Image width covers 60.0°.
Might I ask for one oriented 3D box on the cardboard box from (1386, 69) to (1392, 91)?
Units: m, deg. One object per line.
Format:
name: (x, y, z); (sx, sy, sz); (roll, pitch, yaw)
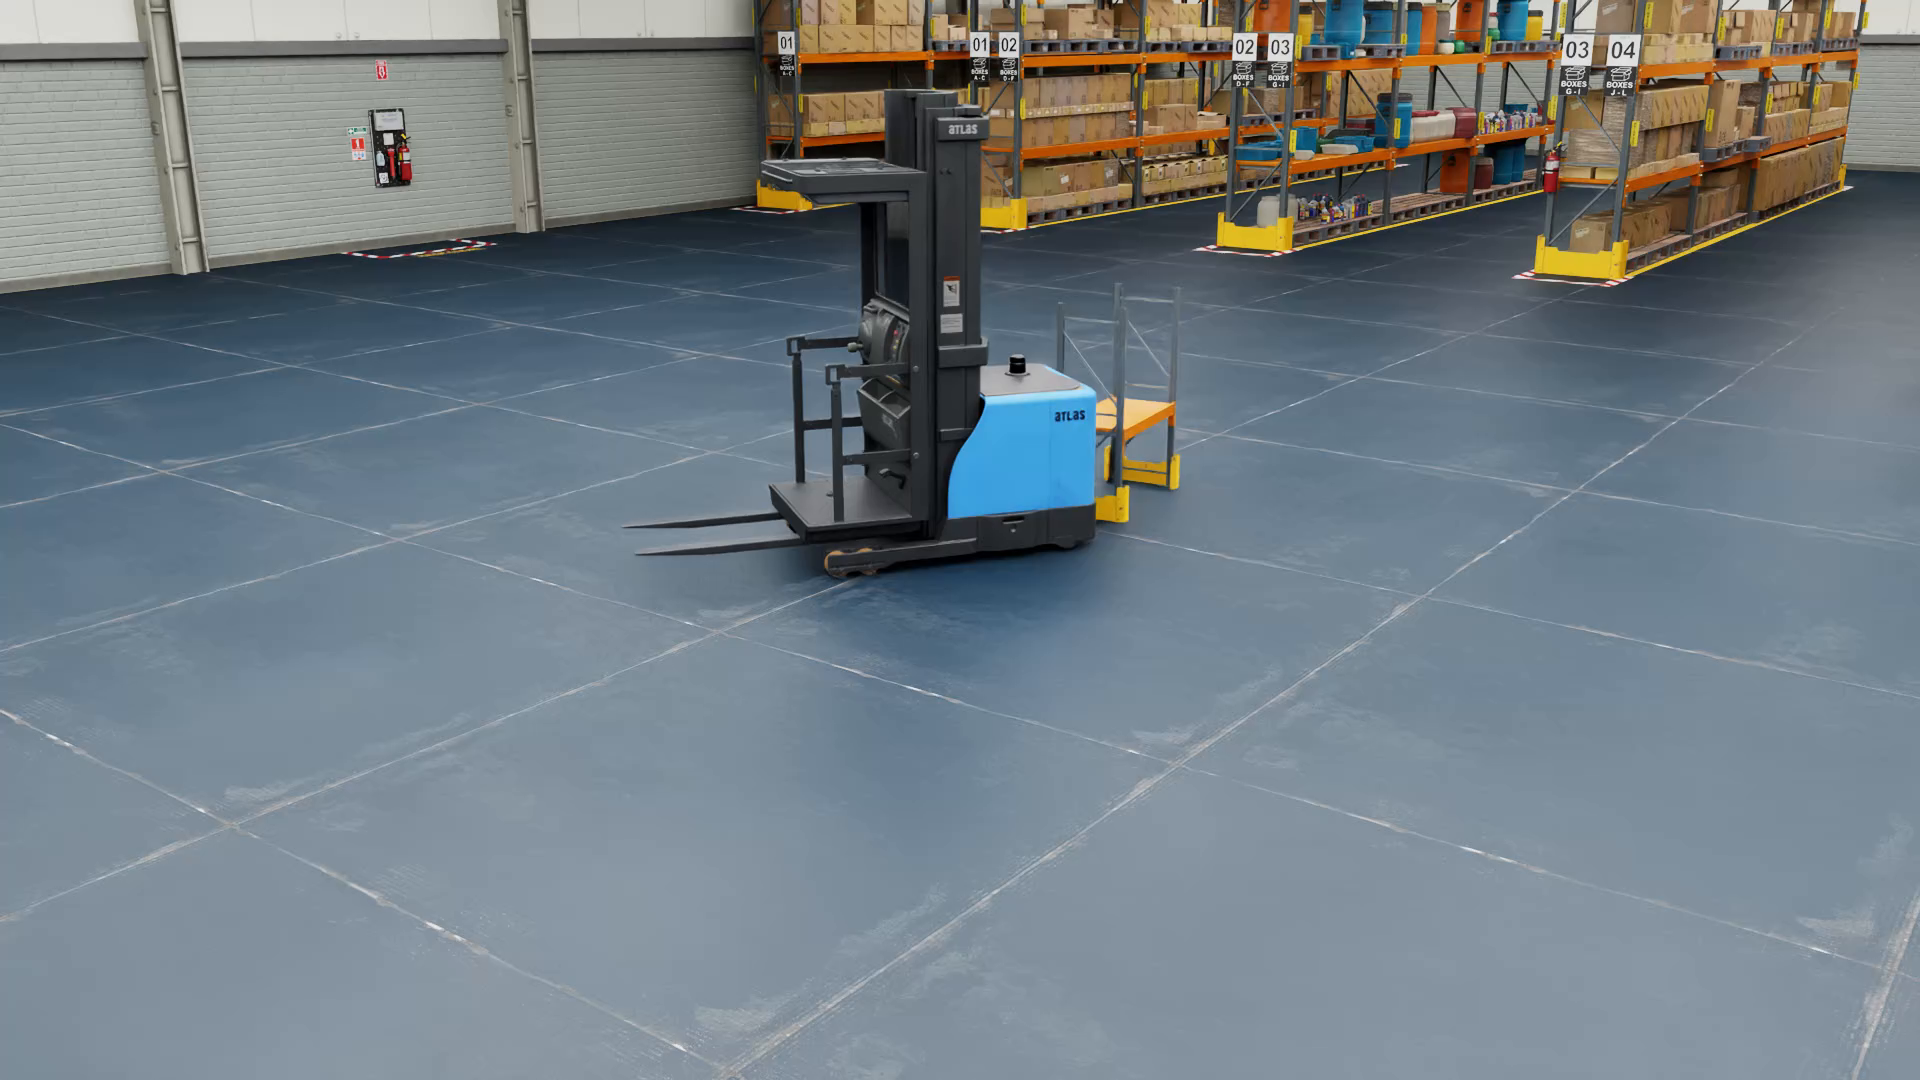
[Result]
cardboard box: (10.096, -11.038, 39.874); (0.500, 0.500, 0.500); (12, 21, 34)

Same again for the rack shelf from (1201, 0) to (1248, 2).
rack shelf: (4.182, -10.616, 32.142); (1.077, 0.370, 4.000); (12, 21, 35)

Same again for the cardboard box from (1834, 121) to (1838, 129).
cardboard box: (17.539, -8.409, 33.688); (0.380, 0.149, 0.250); (12, 21, 33)

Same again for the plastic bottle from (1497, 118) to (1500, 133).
plastic bottle: (10.509, -8.113, 32.527); (0.097, 0.271, 0.097); (0, 17, 0)

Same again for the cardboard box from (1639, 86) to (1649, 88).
cardboard box: (9.877, -6.424, 24.516); (0.500, 0.500, 0.500); (12, 21, 35)

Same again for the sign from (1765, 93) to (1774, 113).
sign: (13.769, -7.432, 28.298); (0.100, 0.325, 0.005); (12, 21, 35)

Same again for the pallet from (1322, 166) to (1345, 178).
pallet: (8.167, -8.546, 38.407); (1.003, 0.211, 1.213); (12, 21, 35)

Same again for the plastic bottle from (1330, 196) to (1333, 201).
plastic bottle: (6.340, -5.746, 28.529); (0.061, 0.283, 0.133); (12, 21, 35)

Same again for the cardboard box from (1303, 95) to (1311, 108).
cardboard box: (7.849, -9.926, 37.982); (0.500, 0.500, 0.500); (13, 21, 36)

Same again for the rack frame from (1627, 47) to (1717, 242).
rack frame: (10.944, -6.057, 25.692); (1.000, 3.000, 0.127); (12, 21, 35)

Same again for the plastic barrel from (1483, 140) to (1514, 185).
plastic barrel: (10.973, -7.741, 33.944); (0.600, 0.901, 0.708); (12, 21, 35)

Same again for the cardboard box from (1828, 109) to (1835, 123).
cardboard box: (17.106, -8.457, 33.170); (0.500, 0.250, 0.500); (12, 21, 35)

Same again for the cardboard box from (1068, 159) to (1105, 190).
cardboard box: (2.288, -6.668, 30.323); (0.500, 0.500, 0.500); (12, 21, 35)

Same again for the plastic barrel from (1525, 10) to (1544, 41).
plastic barrel: (11.352, -10.308, 33.295); (0.600, 0.588, 0.600); (0, 17, 0)

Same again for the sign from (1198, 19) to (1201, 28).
sign: (4.939, -10.537, 34.188); (0.100, 0.325, 0.005); (12, 21, 35)

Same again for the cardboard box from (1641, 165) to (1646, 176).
cardboard box: (9.380, -5.187, 23.312); (0.380, 0.149, 0.250); (12, 21, 35)

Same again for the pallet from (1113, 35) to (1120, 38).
pallet: (4.273, -12.172, 40.473); (1.003, 0.211, 1.213); (12, 21, 35)

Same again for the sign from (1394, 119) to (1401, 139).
sign: (7.402, -6.965, 28.147); (0.100, 0.325, 0.005); (12, 21, 35)

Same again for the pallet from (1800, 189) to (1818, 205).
pallet: (16.227, -6.798, 32.780); (1.003, 0.211, 1.213); (12, 21, 35)

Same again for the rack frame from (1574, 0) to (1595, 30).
rack frame: (14.116, -12.656, 36.824); (1.000, 3.000, 0.127); (12, 21, 35)

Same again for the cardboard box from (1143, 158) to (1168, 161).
cardboard box: (3.908, -7.474, 33.235); (0.500, 0.311, 0.500); (12, 21, 34)

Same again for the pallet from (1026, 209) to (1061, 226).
pallet: (1.029, -5.714, 29.287); (1.003, 0.211, 1.213); (12, 21, 35)

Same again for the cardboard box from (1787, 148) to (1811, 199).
cardboard box: (15.346, -6.993, 31.578); (1.225, 0.875, 0.875); (12, 21, 35)

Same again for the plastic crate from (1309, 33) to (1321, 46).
plastic crate: (5.478, -7.912, 26.634); (0.392, 0.384, 0.575); (12, 21, 35)

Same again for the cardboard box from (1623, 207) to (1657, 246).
cardboard box: (10.032, -4.676, 24.752); (0.500, 0.500, 0.500); (10, 20, 30)

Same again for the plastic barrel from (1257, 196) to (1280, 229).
plastic barrel: (4.914, -5.163, 26.297); (0.421, 0.512, 0.421); (0, 17, 0)

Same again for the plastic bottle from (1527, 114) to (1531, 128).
plastic bottle: (11.540, -8.541, 33.898); (0.152, 0.276, 0.135); (12, 21, 35)

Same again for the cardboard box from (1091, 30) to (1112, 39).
cardboard box: (2.491, -9.053, 29.760); (0.380, 0.149, 0.250); (12, 21, 35)

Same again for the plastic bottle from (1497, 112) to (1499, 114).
plastic bottle: (11.172, -8.770, 34.625); (0.061, 0.283, 0.133); (12, 21, 35)

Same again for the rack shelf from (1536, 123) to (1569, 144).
rack shelf: (12.925, -8.971, 36.286); (1.077, 0.370, 4.000); (12, 21, 35)

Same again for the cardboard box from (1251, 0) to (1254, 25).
cardboard box: (5.943, -10.943, 34.514); (0.500, 0.500, 0.500); (12, 21, 35)

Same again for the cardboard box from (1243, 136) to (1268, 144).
cardboard box: (6.379, -8.659, 36.277); (0.500, 0.250, 0.500); (12, 21, 34)

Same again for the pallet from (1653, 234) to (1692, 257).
pallet: (10.572, -4.559, 25.570); (1.003, 0.211, 1.213); (12, 21, 35)

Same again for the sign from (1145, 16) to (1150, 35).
sign: (3.437, -9.428, 30.484); (0.100, 0.325, 0.005); (12, 21, 35)

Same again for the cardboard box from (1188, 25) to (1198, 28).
cardboard box: (5.628, -12.805, 41.739); (0.500, 0.250, 0.500); (11, 21, 33)

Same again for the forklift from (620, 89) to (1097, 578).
forklift: (-0.671, -1.339, 10.613); (3.031, 2.935, 1.130); (-6, 18, -18)

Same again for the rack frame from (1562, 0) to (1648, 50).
rack frame: (8.561, -7.970, 21.734); (1.000, 3.000, 0.127); (12, 21, 35)

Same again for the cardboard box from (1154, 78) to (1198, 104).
cardboard box: (5.440, -11.386, 42.345); (0.980, 0.700, 0.700); (12, 21, 34)

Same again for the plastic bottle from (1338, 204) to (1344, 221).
plastic bottle: (6.298, -5.417, 27.490); (0.097, 0.271, 0.097); (0, 17, 0)

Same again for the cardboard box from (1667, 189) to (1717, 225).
cardboard box: (11.960, -5.460, 27.240); (0.700, 0.500, 0.500); (10, 20, 30)

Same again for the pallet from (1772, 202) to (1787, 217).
pallet: (14.585, -6.142, 30.667); (1.003, 0.211, 1.213); (12, 21, 35)

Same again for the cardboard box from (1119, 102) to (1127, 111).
cardboard box: (2.852, -8.005, 30.702); (0.380, 0.149, 0.250); (12, 21, 34)

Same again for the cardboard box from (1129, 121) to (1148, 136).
cardboard box: (3.249, -7.862, 31.756); (0.500, 0.250, 0.500); (14, 22, 38)

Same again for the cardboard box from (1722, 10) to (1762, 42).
cardboard box: (12.640, -8.332, 26.947); (0.500, 0.500, 0.500); (13, 21, 36)

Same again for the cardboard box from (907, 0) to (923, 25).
cardboard box: (-1.071, -10.483, 32.998); (0.500, 0.500, 0.500); (10, 20, 30)

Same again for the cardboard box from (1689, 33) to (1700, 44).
cardboard box: (10.526, -7.287, 24.175); (0.380, 0.149, 0.250); (12, 21, 33)

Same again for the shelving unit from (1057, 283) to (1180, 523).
shelving unit: (1.141, -1.016, 11.986); (0.587, 1.500, 1.083); (9, 19, 26)

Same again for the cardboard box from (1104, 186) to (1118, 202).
cardboard box: (2.584, -6.430, 30.819); (0.500, 0.250, 0.500); (12, 21, 35)

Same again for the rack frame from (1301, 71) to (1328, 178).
rack frame: (7.757, -9.714, 37.467); (1.000, 3.000, 0.127); (12, 21, 35)

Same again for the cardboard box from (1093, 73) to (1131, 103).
cardboard box: (2.731, -8.369, 30.780); (0.700, 0.500, 0.500); (13, 21, 35)

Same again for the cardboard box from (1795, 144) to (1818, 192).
cardboard box: (16.168, -7.292, 32.541); (0.875, 0.875, 0.875); (12, 21, 35)
